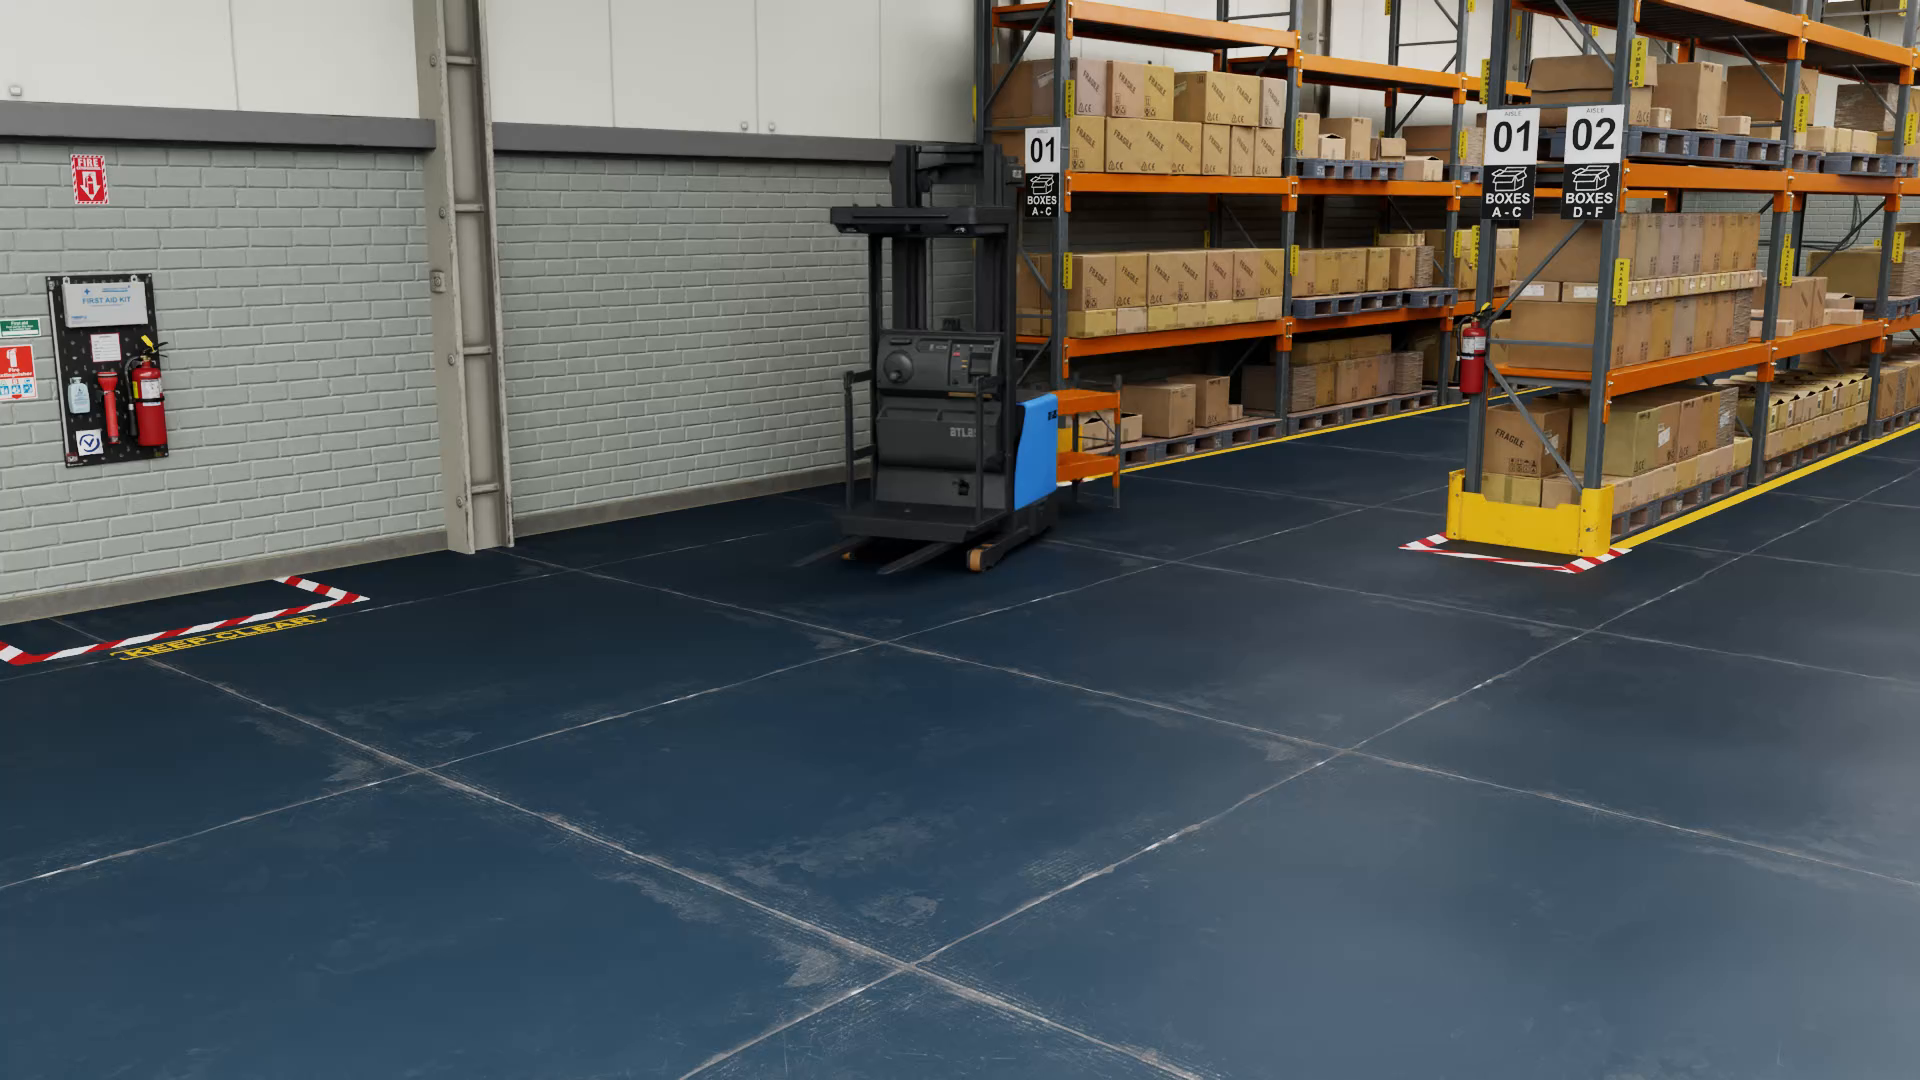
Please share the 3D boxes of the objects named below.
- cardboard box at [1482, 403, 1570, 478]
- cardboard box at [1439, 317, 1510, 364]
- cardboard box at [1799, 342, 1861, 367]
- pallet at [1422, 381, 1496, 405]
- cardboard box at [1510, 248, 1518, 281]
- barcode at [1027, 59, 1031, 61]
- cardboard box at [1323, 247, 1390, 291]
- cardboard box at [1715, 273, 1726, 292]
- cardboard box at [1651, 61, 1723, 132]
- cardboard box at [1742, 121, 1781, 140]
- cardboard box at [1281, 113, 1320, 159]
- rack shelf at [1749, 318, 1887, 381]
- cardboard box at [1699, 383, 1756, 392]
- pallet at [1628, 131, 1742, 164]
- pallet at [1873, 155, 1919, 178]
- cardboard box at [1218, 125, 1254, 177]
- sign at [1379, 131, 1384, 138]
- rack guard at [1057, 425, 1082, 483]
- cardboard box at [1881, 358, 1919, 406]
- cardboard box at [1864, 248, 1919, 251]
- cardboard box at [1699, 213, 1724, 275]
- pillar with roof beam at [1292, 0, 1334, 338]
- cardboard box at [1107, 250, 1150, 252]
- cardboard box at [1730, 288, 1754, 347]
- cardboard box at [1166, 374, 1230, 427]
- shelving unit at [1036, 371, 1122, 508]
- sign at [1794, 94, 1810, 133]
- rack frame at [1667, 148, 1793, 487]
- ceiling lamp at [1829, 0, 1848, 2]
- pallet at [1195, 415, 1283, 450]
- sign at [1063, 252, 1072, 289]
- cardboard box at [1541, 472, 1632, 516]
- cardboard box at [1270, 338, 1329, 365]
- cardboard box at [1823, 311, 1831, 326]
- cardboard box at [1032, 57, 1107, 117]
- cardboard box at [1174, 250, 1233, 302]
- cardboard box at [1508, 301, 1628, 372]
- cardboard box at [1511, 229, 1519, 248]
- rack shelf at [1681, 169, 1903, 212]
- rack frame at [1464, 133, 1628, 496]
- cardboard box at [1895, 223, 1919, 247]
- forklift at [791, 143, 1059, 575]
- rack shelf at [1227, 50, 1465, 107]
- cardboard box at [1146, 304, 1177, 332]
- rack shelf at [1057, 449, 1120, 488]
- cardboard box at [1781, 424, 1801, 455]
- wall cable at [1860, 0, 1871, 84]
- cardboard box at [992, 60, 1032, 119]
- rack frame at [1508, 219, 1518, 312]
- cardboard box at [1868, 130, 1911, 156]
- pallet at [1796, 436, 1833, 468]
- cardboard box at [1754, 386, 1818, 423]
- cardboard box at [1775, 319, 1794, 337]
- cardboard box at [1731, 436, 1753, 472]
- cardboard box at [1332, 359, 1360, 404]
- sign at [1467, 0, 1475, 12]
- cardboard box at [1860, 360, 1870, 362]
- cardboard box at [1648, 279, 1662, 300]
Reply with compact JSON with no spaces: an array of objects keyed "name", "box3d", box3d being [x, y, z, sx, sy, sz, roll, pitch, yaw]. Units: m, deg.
[{"name":"cardboard box","box3d":[4.418,-0.786,13.021,0.500,0.500,0.500,10,15,40]},{"name":"cardboard box","box3d":[7.011,-2.631,22.643,0.750,0.750,0.750,10,15,40]},{"name":"cardboard box","box3d":[10.043,-2.155,19.185,0.500,0.250,0.500,11,15,42]},{"name":"pallet","box3d":[6.422,-1.999,22.180,1.003,0.211,1.213,10,15,40]},{"name":"cardboard box","box3d":[7.376,-3.730,22.660,0.500,0.500,0.500,10,15,42]},{"name":"barcode","box3d":[0.657,-4.557,15.869,0.001,0.075,0.075,10,15,40]},{"name":"cardboard box","box3d":[4.736,-3.268,20.038,0.700,0.500,0.500,10,15,40]},{"name":"cardboard box","box3d":[6.236,-2.182,14.064,0.380,0.149,0.250,10,15,40]},{"name":"cardboard box","box3d":[5.589,-3.447,12.966,0.500,0.500,0.500,10,15,40]},{"name":"cardboard box","box3d":[7.341,-3.724,15.352,0.500,0.250,0.500,-10,15,-42]},{"name":"cardboard box","box3d":[3.625,-4.468,18.435,0.500,0.500,0.500,-9,15,-39]},{"name":"rack shelf","box3d":[8.248,-1.973,16.769,1.077,0.370,4.000,10,15,40]},{"name":"cardboard box","box3d":[7.649,-1.411,16.636,0.500,0.311,0.500,10,15,40]},{"name":"pallet","box3d":[5.579,-3.152,13.400,1.003,0.211,1.213,10,15,40]},{"name":"pallet","box3d":[9.187,-3.887,17.338,1.213,0.211,1.003,11,16,43]},{"name":"cardboard box","box3d":[2.713,-4.022,17.227,0.500,0.500,0.500,8,14,36]},{"name":"sign","box3d":[5.433,-5.096,21.388,0.100,0.325,0.005,10,15,40]},{"name":"rack guard","box3d":[0.614,-0.869,15.783,1.175,0.500,0.348,10,15,40]},{"name":"cardboard box","box3d":[11.100,-1.869,19.667,0.500,0.500,0.500,9,14,38]},{"name":"cardboard box","box3d":[11.089,-3.196,19.726,0.700,0.500,0.500,6,13,26]},{"name":"cardboard box","box3d":[5.976,-2.503,14.016,0.700,0.500,0.500,10,15,40]},{"name":"pillar with roof beam","box3d":[7.570,-5.566,17.603,9.100,9.000,0.400,10,15,40]},{"name":"cardboard box","box3d":[1.725,-2.707,17.025,0.500,0.500,0.500,10,15,41]},{"name":"cardboard box","box3d":[6.639,-2.015,14.884,0.700,0.500,0.500,9,15,39]},{"name":"cardboard box","box3d":[2.549,-1.504,17.840,0.500,0.500,0.500,8,14,36]},{"name":"shelving unit","box3d":[0.811,-0.784,13.764,0.538,1.125,1.048,10,15,42]},{"name":"sign","box3d":[7.345,-3.723,14.515,0.100,0.325,0.005,10,15,40]},{"name":"rack frame","box3d":[6.928,-2.032,15.225,1.000,3.000,0.127,10,15,40]},{"name":"ceiling lamp","box3d":[14.794,-10.310,26.451,2.000,3.185,0.800,10,15,40]},{"name":"pallet","box3d":[2.787,-1.201,18.184,1.003,0.211,1.213,10,15,40]},{"name":"sign","box3d":[0.971,-2.438,15.046,0.100,0.325,0.005,10,15,40]},{"name":"cardboard box","box3d":[4.808,-0.351,12.758,0.500,0.250,0.500,10,15,40]},{"name":"cardboard box","box3d":[3.966,-2.205,19.437,0.500,0.250,0.500,9,15,39]},{"name":"cardboard box","box3d":[8.768,-2.302,17.220,0.250,0.149,0.380,-11,16,-43]},{"name":"cardboard box","box3d":[1.000,-4.129,15.206,0.500,0.500,0.500,8,14,36]},{"name":"cardboard box","box3d":[2.459,-2.719,17.084,0.500,0.500,0.500,9,15,39]},{"name":"cardboard box","box3d":[4.605,-1.559,12.604,0.700,0.500,0.500,10,15,40]},{"name":"cardboard box","box3d":[7.351,-4.095,22.576,0.500,0.250,0.500,9,15,39]},{"name":"rack shelf","box3d":[8.248,-3.444,16.475,1.077,0.370,4.000,10,15,40]},{"name":"rack frame","box3d":[4.287,-1.443,12.278,1.000,3.000,0.127,10,15,40]},{"name":"cardboard box","box3d":[12.348,-3.856,21.550,0.500,0.500,0.500,10,15,41]},{"name":"forklift","box3d":[-0.231,-1.304,11.757,1.130,2.935,3.031,4,12,21]},{"name":"rack shelf","box3d":[4.524,-5.359,19.424,1.077,0.370,4.000,10,15,40]},{"name":"cardboard box","box3d":[1.797,-2.203,16.412,0.500,0.250,0.500,9,15,39]},{"name":"rack shelf","box3d":[0.811,-0.544,13.811,0.538,0.278,1.000,10,15,42]},{"name":"cardboard box","box3d":[7.718,-0.992,15.966,0.500,0.250,0.500,10,15,42]},{"name":"wall cable","box3d":[17.159,-8.769,28.674,3.097,2.526,0.112,10,15,40]},{"name":"cardboard box","box3d":[0.652,-4.200,15.566,0.500,0.500,0.500,11,15,43]},{"name":"rack frame","box3d":[8.485,-3.849,24.322,1.000,3.000,0.127,10,15,40]},{"name":"cardboard box","box3d":[9.831,-4.209,18.211,0.910,0.500,0.500,10,15,40]},{"name":"pallet","box3d":[8.190,-0.958,16.969,1.003,0.211,1.213,10,15,40]},{"name":"cardboard box","box3d":[8.063,-1.342,16.289,0.500,0.311,0.500,9,14,38]},{"name":"cardboard box","box3d":[7.666,-2.012,15.770,0.380,0.149,0.250,10,15,40]},{"name":"cardboard box","box3d":[6.786,-0.793,14.970,0.500,0.250,0.500,10,15,40]},{"name":"cardboard box","box3d":[4.348,-1.924,19.946,0.700,0.500,0.500,10,15,41]},{"name":"sign","box3d":[6.258,-6.630,20.344,0.100,0.325,0.005,10,15,40]},{"name":"cardboard box","box3d":[10.693,-1.932,19.986,0.500,0.500,0.500,9,14,38]},{"name":"cardboard box","box3d":[5.214,-1.953,12.918,0.380,0.149,0.250,9,15,39]}]
